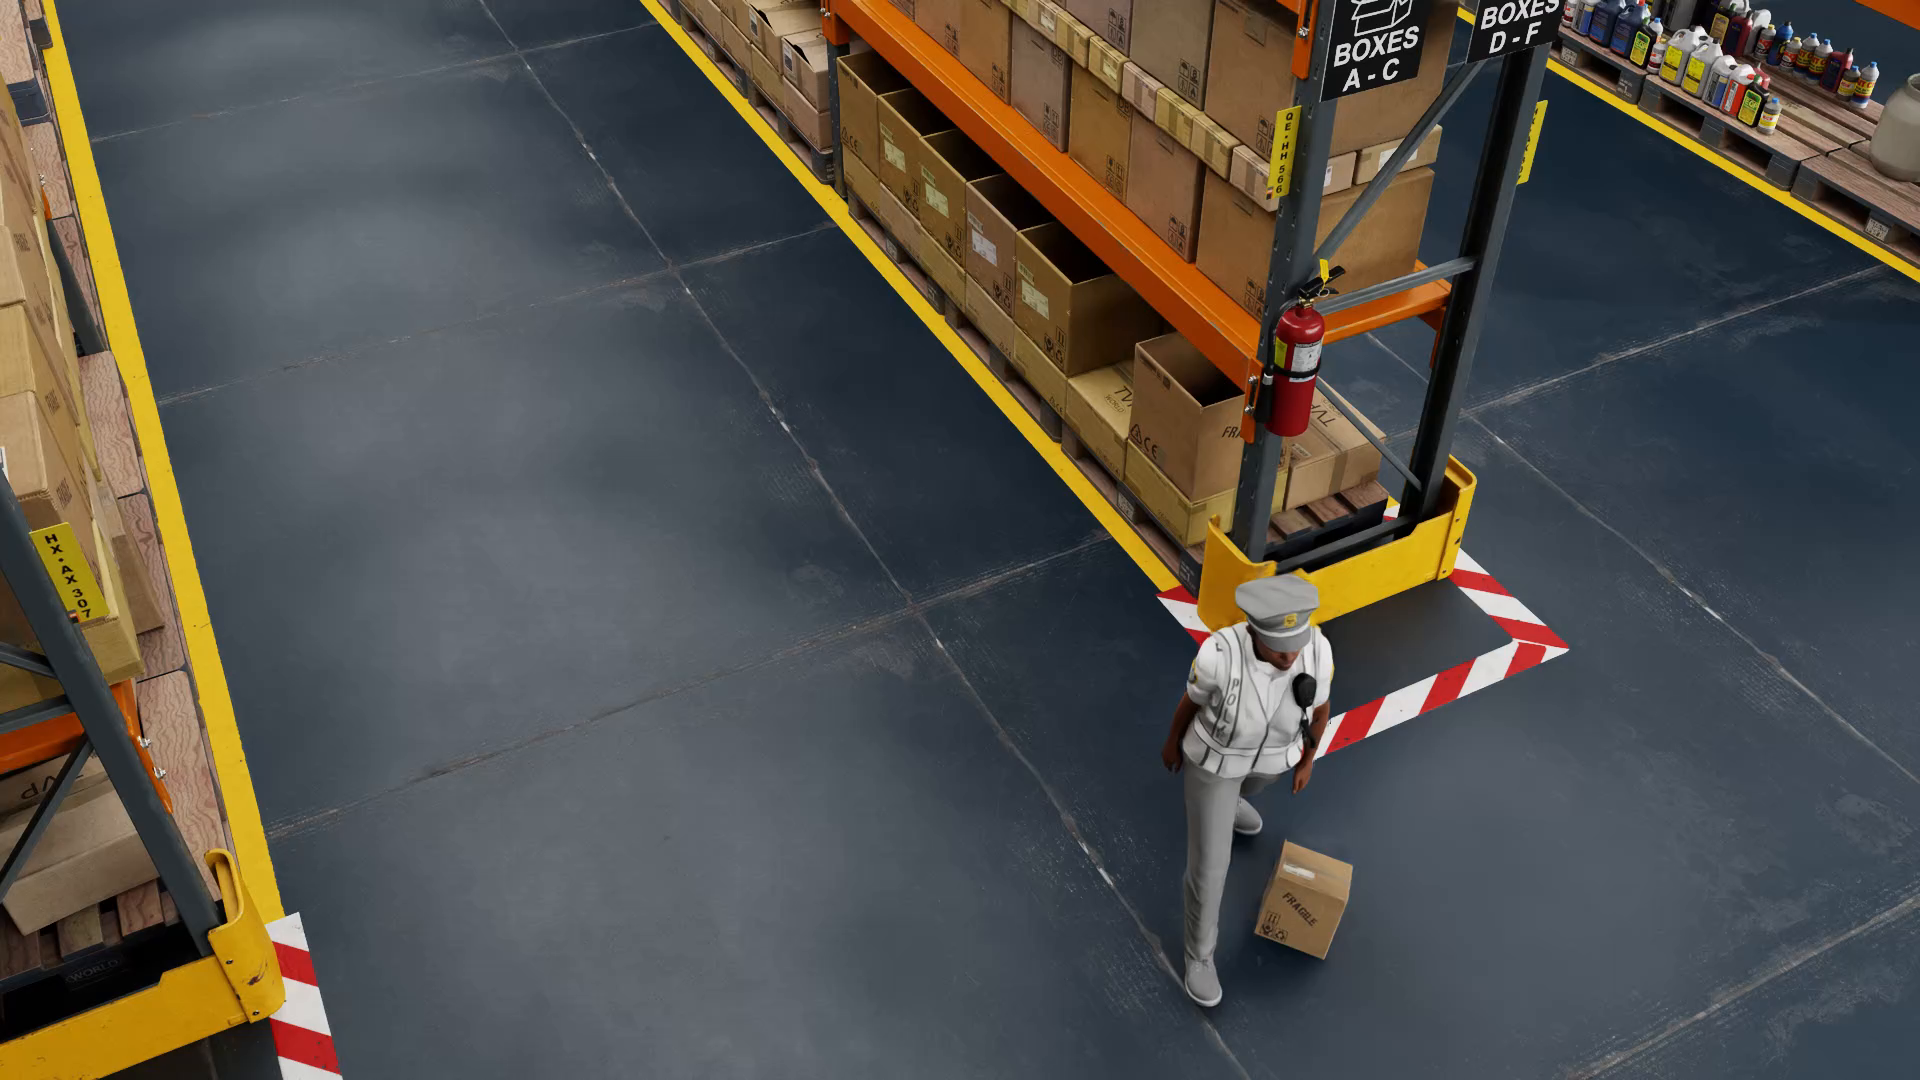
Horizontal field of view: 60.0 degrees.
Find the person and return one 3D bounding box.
[{"bbox_3d":[0.925,0.673,5.417,0.488,1.616,0.943,-6,42,-7],"label":"person"}]
